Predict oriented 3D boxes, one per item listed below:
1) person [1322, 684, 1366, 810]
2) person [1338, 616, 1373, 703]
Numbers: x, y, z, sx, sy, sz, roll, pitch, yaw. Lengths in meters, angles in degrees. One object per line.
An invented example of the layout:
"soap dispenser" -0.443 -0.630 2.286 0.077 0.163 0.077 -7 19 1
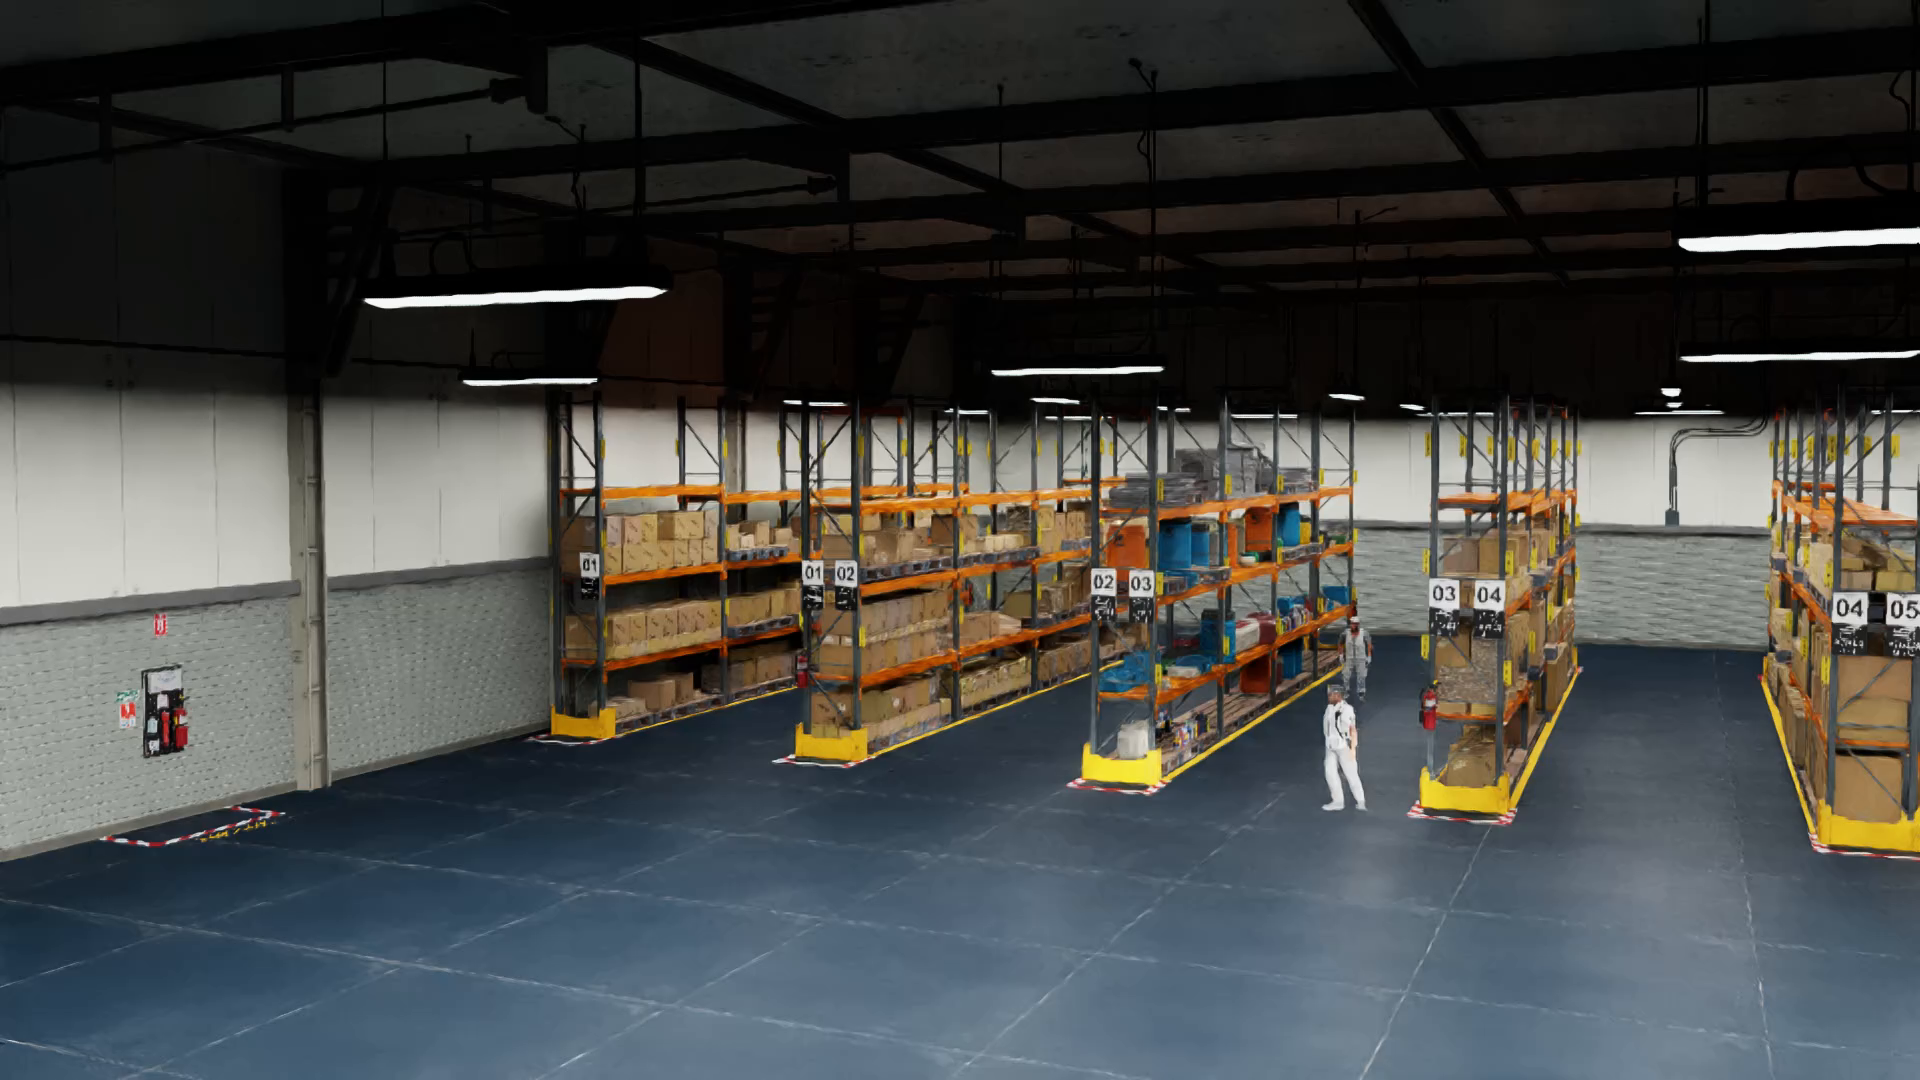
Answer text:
"person" 5.335 2.861 23.069 0.581 1.743 0.586 -2 4 -29
"person" 7.732 2.341 32.567 0.677 1.742 0.551 1 3 22
